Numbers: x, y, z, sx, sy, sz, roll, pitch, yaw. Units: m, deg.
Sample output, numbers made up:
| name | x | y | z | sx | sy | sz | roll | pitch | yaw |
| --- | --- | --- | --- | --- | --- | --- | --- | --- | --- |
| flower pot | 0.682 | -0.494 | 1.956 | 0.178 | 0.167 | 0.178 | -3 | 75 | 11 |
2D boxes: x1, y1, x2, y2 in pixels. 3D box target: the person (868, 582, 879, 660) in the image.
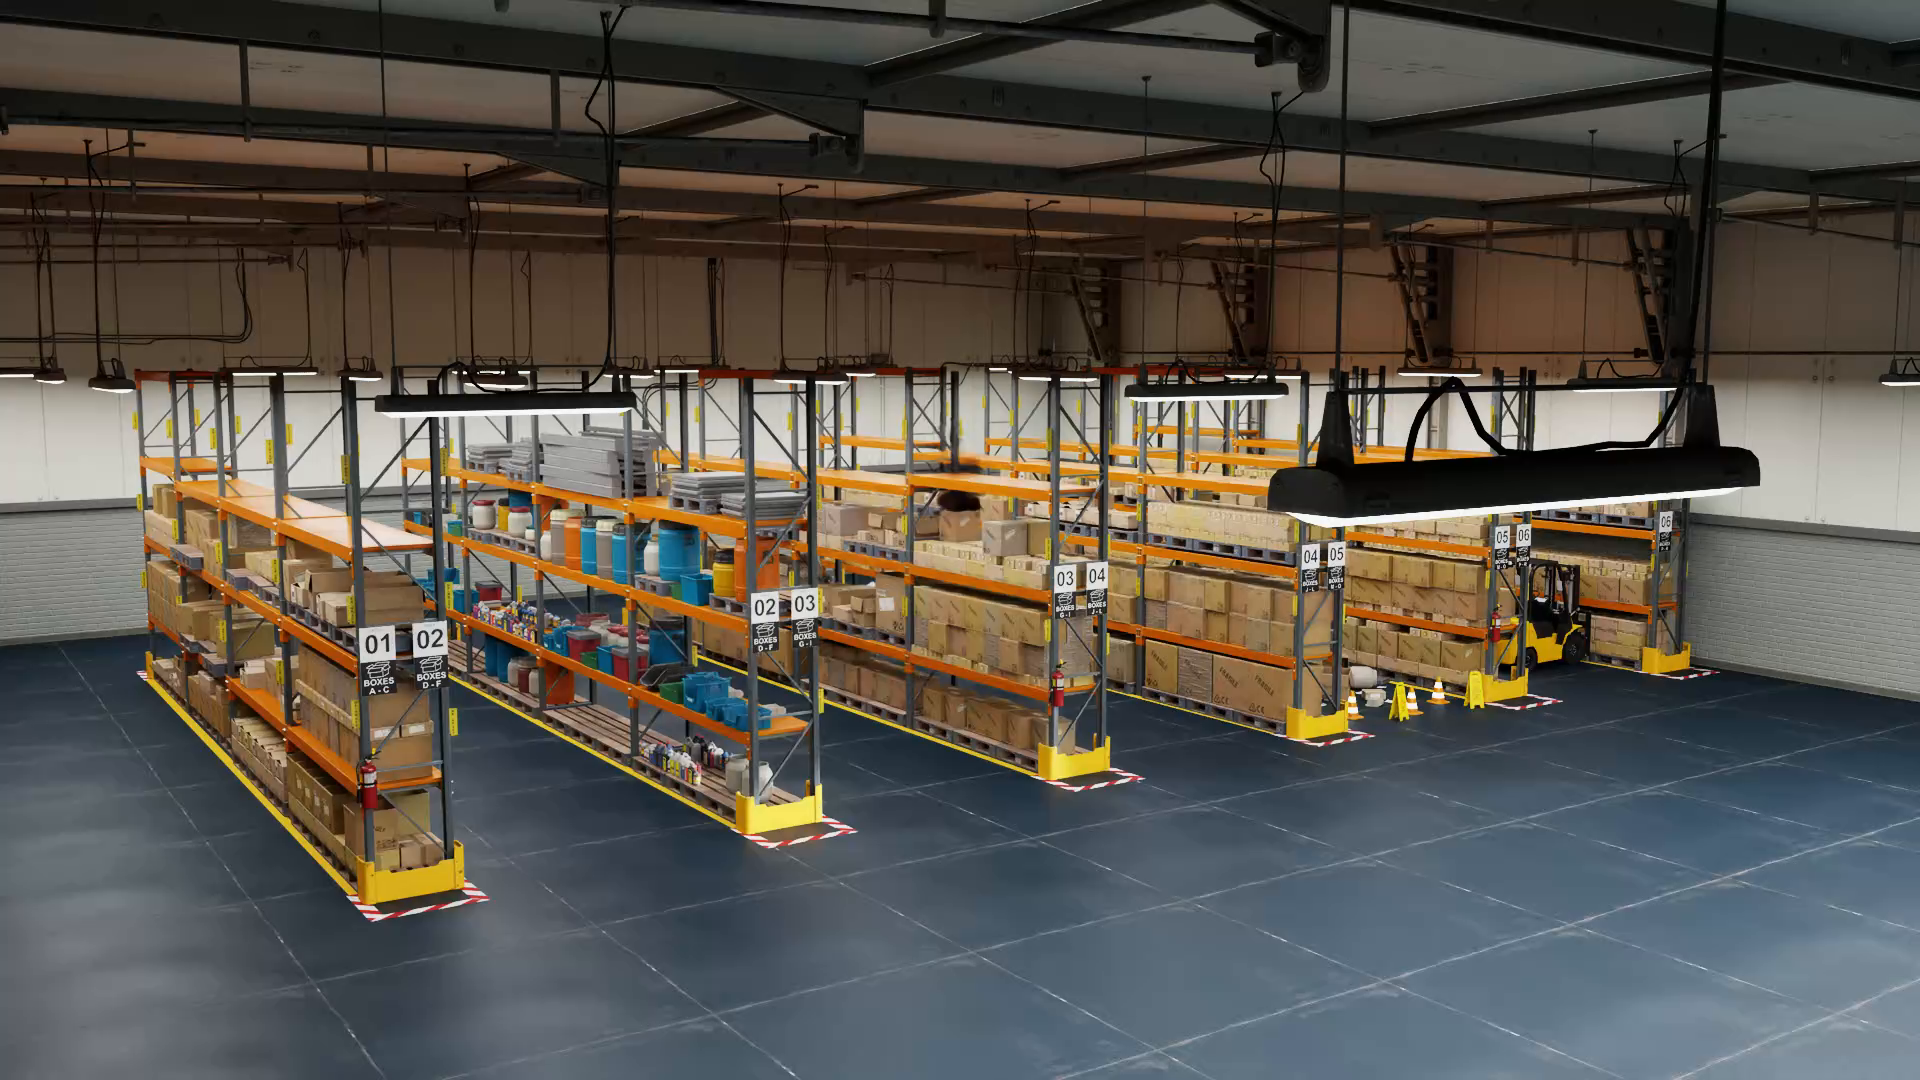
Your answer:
| name | x | y | z | sx | sy | sz | roll | pitch | yaw |
| --- | --- | --- | --- | --- | --- | --- | --- | --- | --- |
| person | -1.665 | 1.704 | 33.279 | 0.669 | 1.737 | 0.589 | -5 | 8 | -37 |

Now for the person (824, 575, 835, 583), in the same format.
| name | x | y | z | sx | sy | sz | roll | pitch | yaw |
| --- | --- | --- | --- | --- | --- | --- | --- | --- | --- |
| person | -2.662 | 1.559 | 34.941 | 0.621 | 1.661 | 0.580 | -5 | 8 | -38 |

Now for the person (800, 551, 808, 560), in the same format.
| name | x | y | z | sx | sy | sz | roll | pitch | yaw |
| --- | --- | --- | --- | --- | --- | --- | --- | --- | --- |
| person | -3.959 | 0.830 | 41.110 | 0.682 | 1.762 | 0.665 | 4 | 8 | 32 |
